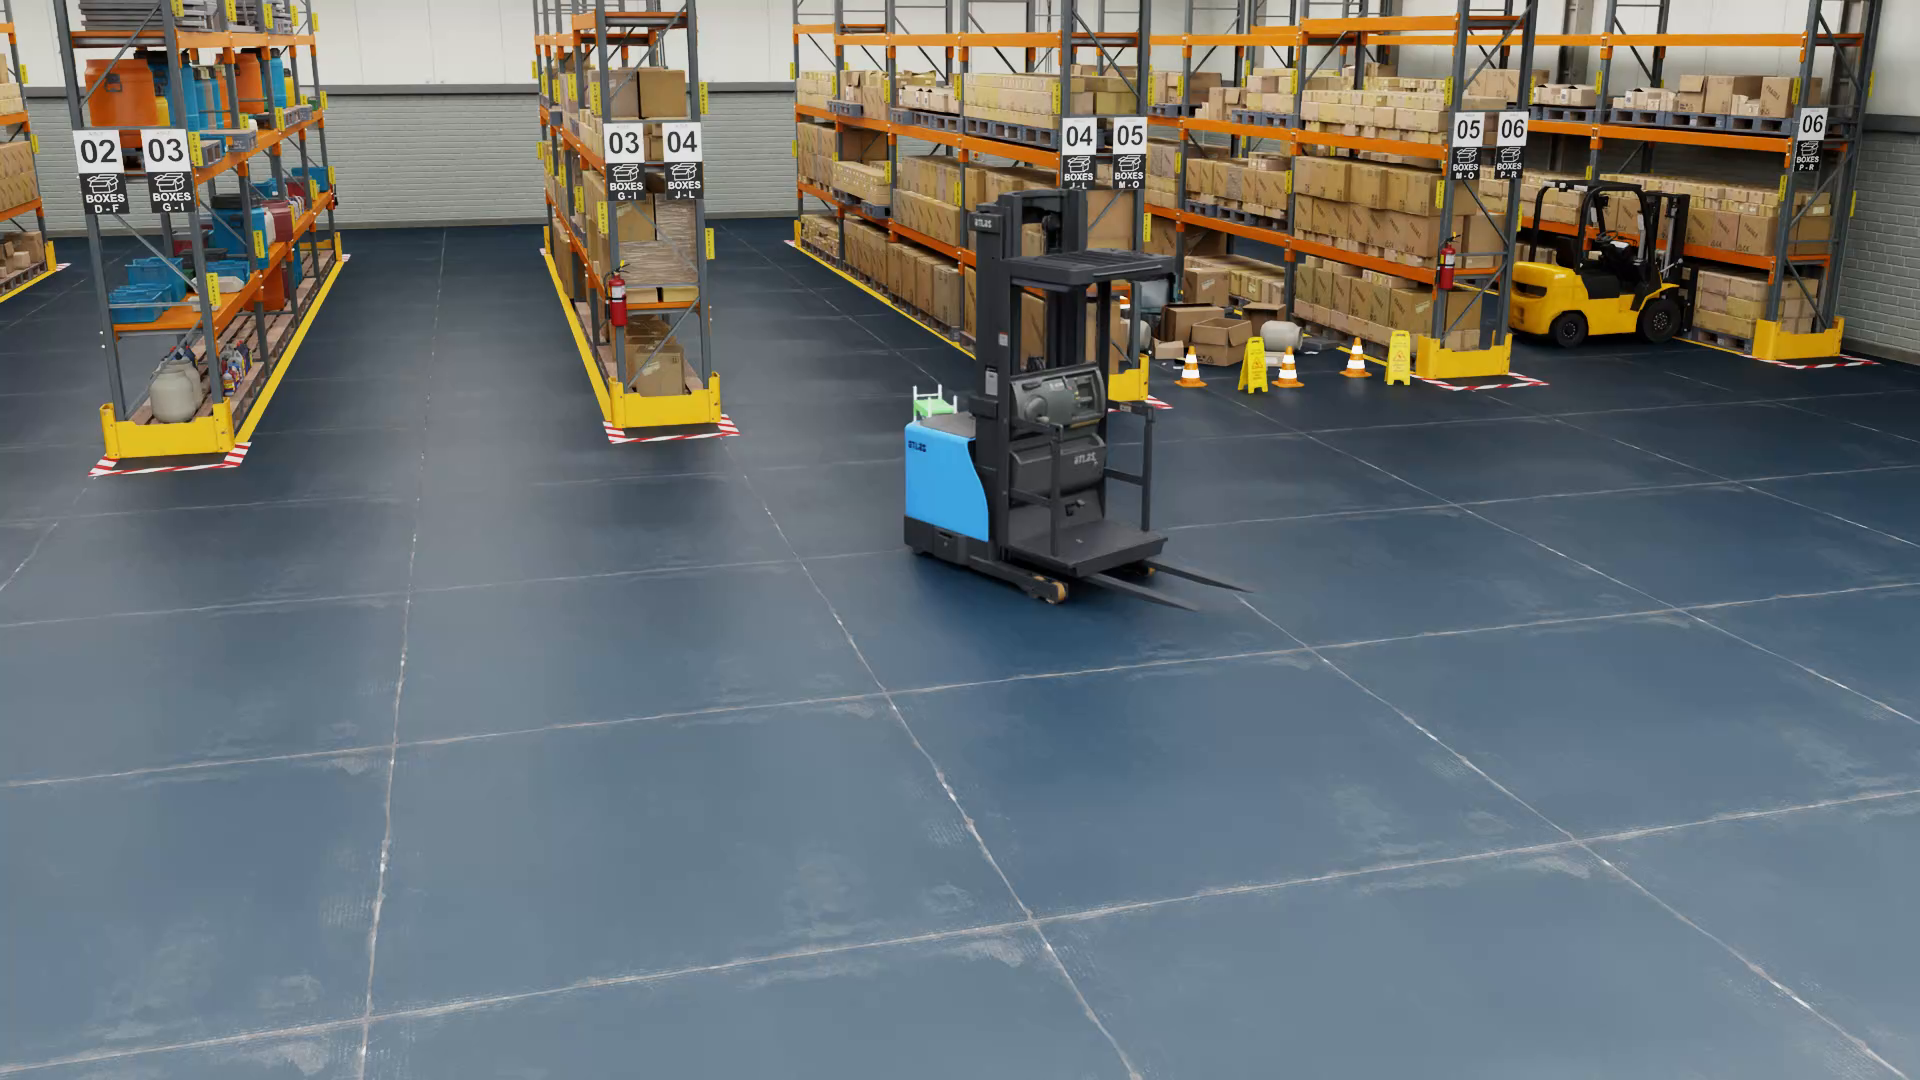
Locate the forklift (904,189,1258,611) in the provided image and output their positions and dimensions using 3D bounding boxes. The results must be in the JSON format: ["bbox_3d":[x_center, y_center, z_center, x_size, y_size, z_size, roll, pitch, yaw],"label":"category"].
[{"bbox_3d":[0.894,-1.091,12.491,1.130,2.935,3.031,-14,22,-39],"label":"forklift"}]

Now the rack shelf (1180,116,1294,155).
[{"bbox_3d":[4.675,-6.248,25.576,1.077,0.370,4.000,-5,17,-15],"label":"rack shelf"}]

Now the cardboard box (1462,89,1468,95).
[{"bbox_3d":[8.701,-7.556,28.181,0.380,0.166,0.250,-5,17,-15],"label":"cardboard box"}]

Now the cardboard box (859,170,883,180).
[{"bbox_3d":[-1.458,-6.038,27.512,0.380,0.149,0.250,-5,17,-15],"label":"cardboard box"}]

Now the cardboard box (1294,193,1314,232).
[{"bbox_3d":[5.077,-4.650,23.526,0.500,0.500,0.500,-5,17,-15],"label":"cardboard box"}]

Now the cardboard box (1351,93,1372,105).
[{"bbox_3d":[5.408,-5.832,21.991,0.380,0.149,0.250,-5,17,-16],"label":"cardboard box"}]

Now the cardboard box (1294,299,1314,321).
[{"bbox_3d":[5.127,-3.303,23.783,0.500,0.250,0.500,-6,18,-18],"label":"cardboard box"}]

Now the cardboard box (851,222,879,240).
[{"bbox_3d":[-1.608,-5.387,28.984,0.500,0.250,0.500,-4,17,-14],"label":"cardboard box"}]

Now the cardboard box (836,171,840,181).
[{"bbox_3d":[-1.967,-6.403,29.244,0.380,0.149,0.250,-5,17,-16],"label":"cardboard box"}]

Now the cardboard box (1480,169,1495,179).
[{"bbox_3d":[8.955,-6.136,27.864,0.380,0.149,0.250,-4,17,-15],"label":"cardboard box"}]

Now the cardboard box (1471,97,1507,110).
[{"bbox_3d":[6.422,-5.309,20.249,0.380,0.149,0.250,-5,17,-16],"label":"cardboard box"}]

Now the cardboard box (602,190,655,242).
[{"bbox_3d":[-3.593,-3.515,18.011,0.500,0.500,0.500,-5,17,-15],"label":"cardboard box"}]

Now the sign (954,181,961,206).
[{"bbox_3d":[-0.026,-4.655,22.359,0.100,0.325,0.005,-5,17,-15],"label":"sign"}]

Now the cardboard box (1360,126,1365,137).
[{"bbox_3d":[5.498,-5.386,21.892,0.380,0.149,0.250,-5,17,-15],"label":"cardboard box"}]

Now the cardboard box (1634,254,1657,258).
[{"bbox_3d":[9.958,-4.059,24.562,0.500,0.250,0.500,-5,17,-15],"label":"cardboard box"}]

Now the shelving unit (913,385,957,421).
[{"bbox_3d":[-0.211,-0.675,14.112,0.258,1.200,0.503,-5,17,-15],"label":"shelving unit"}]

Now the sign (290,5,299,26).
[{"bbox_3d":[-10.735,-8.457,26.827,0.100,0.325,0.005,-5,17,-15],"label":"sign"}]

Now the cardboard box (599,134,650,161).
[{"bbox_3d":[-3.581,-4.191,17.737,0.500,0.250,0.500,-4,17,-14],"label":"cardboard box"}]

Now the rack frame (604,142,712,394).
[{"bbox_3d":[-3.205,-2.713,17.770,1.000,3.000,0.127,-5,17,-15],"label":"rack frame"}]

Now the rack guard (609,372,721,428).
[{"bbox_3d":[-3.225,-1.537,18.200,1.175,0.500,0.348,-5,17,-15],"label":"rack guard"}]

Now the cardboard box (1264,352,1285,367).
[{"bbox_3d":[4.022,-2.334,21.463,0.380,0.149,0.250,4,17,13],"label":"cardboard box"}]

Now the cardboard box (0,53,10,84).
[{"bbox_3d":[-16.971,-8.179,28.841,0.700,0.500,0.500,-5,17,-15],"label":"cardboard box"}]

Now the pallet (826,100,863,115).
[{"bbox_3d":[-1.638,-7.564,29.032,1.213,0.211,1.003,-5,17,-15],"label":"pallet"}]

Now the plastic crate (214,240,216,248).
[{"bbox_3d":[-9.816,-3.786,21.710,0.450,0.188,0.662,-5,17,-15],"label":"plastic crate"}]

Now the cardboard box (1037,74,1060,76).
[{"bbox_3d":[1.179,-5.775,20.895,0.380,0.149,0.250,-5,17,-15],"label":"cardboard box"}]

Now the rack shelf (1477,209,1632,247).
[{"bbox_3d":[9.446,-5.205,27.317,1.077,0.370,4.000,-5,17,-15],"label":"rack shelf"}]

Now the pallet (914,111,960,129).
[{"bbox_3d":[-0.068,-6.153,24.337,1.003,0.211,1.213,-4,17,-13],"label":"pallet"}]

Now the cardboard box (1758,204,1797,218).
[{"bbox_3d":[10.731,-4.322,21.826,0.380,0.149,0.250,-4,17,-14],"label":"cardboard box"}]

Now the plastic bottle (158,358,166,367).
[{"bbox_3d":[-9.023,-1.893,18.879,0.144,0.351,0.185,-4,17,-13],"label":"plastic bottle"}]

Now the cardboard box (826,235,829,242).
[{"bbox_3d":[-2.338,-5.729,31.520,0.380,0.149,0.250,-4,17,-14],"label":"cardboard box"}]

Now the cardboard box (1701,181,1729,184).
[{"bbox_3d":[10.735,-5.004,23.578,0.380,0.149,0.250,-4,17,-14],"label":"cardboard box"}]

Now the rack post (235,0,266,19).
[{"bbox_3d":[-10.404,-7.569,23.638,0.954,0.300,0.937,-5,17,-15],"label":"rack post"}]

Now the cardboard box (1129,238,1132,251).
[{"bbox_3d":[3.529,-5.585,30.294,0.875,0.875,0.875,-4,17,-14],"label":"cardboard box"}]

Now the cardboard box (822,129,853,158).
[{"bbox_3d":[-2.242,-7.317,30.668,0.500,0.500,0.500,-5,18,-17],"label":"cardboard box"}]

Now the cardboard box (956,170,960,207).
[{"bbox_3d":[0.351,-4.847,22.963,0.700,0.500,0.500,-5,17,-16],"label":"cardboard box"}]

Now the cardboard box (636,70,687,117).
[{"bbox_3d":[-3.353,-5.011,18.648,0.500,0.500,0.500,-5,17,-15],"label":"cardboard box"}]

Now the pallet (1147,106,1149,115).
[{"bbox_3d":[3.587,-7.539,28.949,1.003,0.211,1.213,-4,17,-13],"label":"pallet"}]

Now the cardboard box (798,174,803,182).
[{"bbox_3d":[-3.031,-7.267,33.368,0.380,0.149,0.250,-5,17,-16],"label":"cardboard box"}]

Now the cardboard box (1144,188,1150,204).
[{"bbox_3d":[3.458,-6.038,29.098,0.500,0.250,0.500,-5,17,-16],"label":"cardboard box"}]

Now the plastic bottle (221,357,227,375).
[{"bbox_3d":[-8.532,-1.986,19.307,0.061,0.283,0.133,-5,17,-15],"label":"plastic bottle"}]

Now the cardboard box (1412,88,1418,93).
[{"bbox_3d":[8.337,-8.024,29.804,0.380,0.149,0.250,-5,17,-15],"label":"cardboard box"}]

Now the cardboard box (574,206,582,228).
[{"bbox_3d":[-5.164,-4.573,23.494,0.500,0.250,0.500,-5,17,-17],"label":"cardboard box"}]

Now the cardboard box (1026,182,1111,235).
[{"bbox_3d":[1.288,-3.917,19.640,0.875,0.550,0.550,-5,17,-15],"label":"cardboard box"}]

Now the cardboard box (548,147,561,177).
[{"bbox_3d":[-7.020,-6.707,29.507,0.500,0.500,0.500,-5,17,-15],"label":"cardboard box"}]

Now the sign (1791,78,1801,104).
[{"bbox_3d":[10.570,-5.674,21.011,0.100,0.325,0.005,-5,17,-15],"label":"sign"}]

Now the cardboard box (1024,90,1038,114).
[{"bbox_3d":[1.052,-5.085,19.293,0.500,0.250,0.500,-5,17,-15],"label":"cardboard box"}]

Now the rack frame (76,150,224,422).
[{"bbox_3d":[-7.967,-2.322,16.467,1.000,3.000,0.127,-5,17,-15],"label":"rack frame"}]

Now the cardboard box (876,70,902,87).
[{"bbox_3d":[-1.123,-7.373,26.566,0.396,0.266,0.258,-5,17,-15],"label":"cardboard box"}]

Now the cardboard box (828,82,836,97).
[{"bbox_3d":[-2.077,-8.108,29.909,0.500,0.250,0.500,-6,18,-18],"label":"cardboard box"}]

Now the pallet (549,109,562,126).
[{"bbox_3d":[-5.631,-6.446,25.312,1.213,0.211,1.003,-4,17,-13],"label":"pallet"}]

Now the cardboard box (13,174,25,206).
[{"bbox_3d":[-16.465,-6.021,28.607,0.500,0.500,0.500,-5,17,-15],"label":"cardboard box"}]

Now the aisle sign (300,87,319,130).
[{"bbox_3d":[-12.102,-8.035,30.970,0.394,0.787,0.004,-5,17,-15],"label":"aisle sign"}]

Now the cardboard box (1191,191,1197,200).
[{"bbox_3d":[4.036,-5.686,27.373,0.380,0.149,0.250,-6,18,-18],"label":"cardboard box"}]
